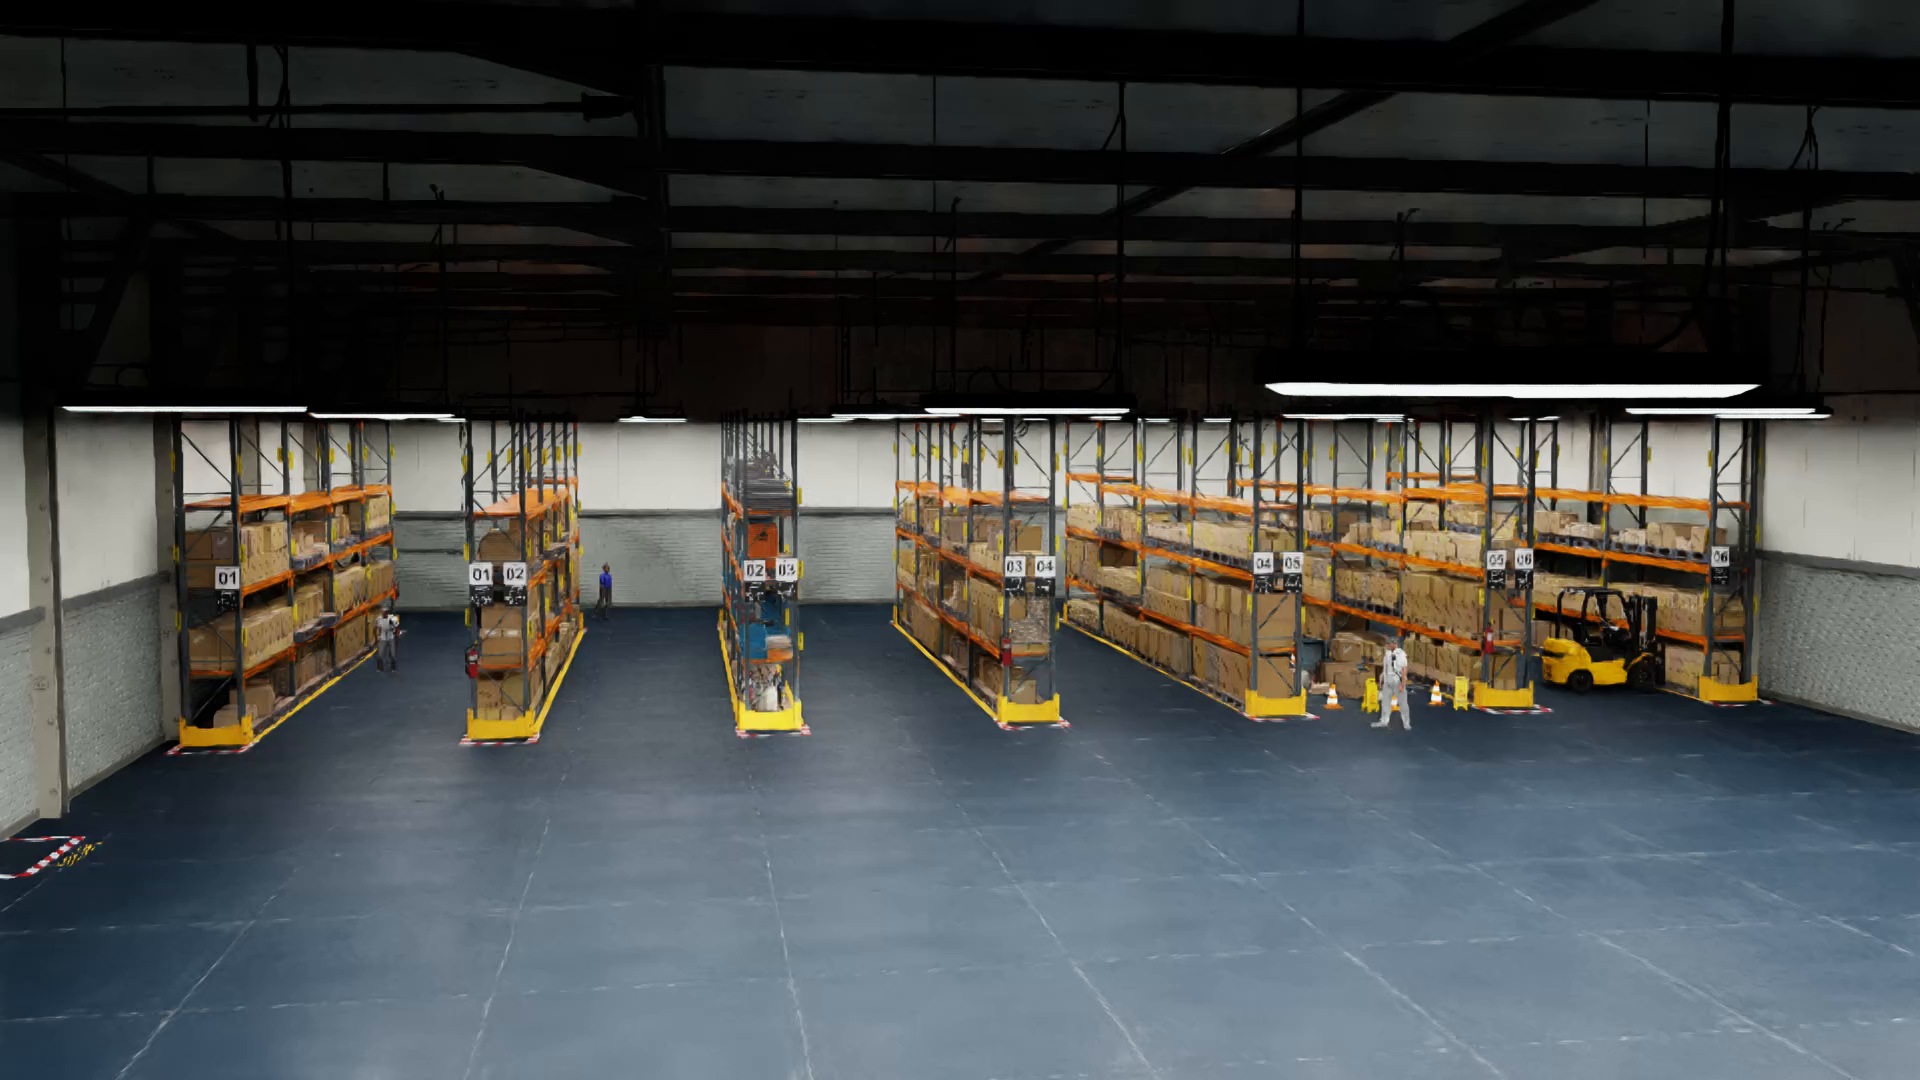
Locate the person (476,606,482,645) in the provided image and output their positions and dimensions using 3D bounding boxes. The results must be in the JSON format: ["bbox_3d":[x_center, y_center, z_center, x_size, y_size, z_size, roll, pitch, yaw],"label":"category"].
[{"bbox_3d":[-12.168,1.929,42.457,0.543,1.648,1.115,-1,4,-7],"label":"person"}]

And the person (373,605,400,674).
[{"bbox_3d":[-13.112,2.264,38.044,0.592,1.629,0.532,-1,4,-12],"label":"person"}]

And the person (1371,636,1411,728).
[{"bbox_3d":[8.137,2.665,31.289,0.635,1.742,0.675,-2,5,-30],"label":"person"}]

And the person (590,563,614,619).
[{"bbox_3d":[-10.496,1.513,48.666,0.472,1.653,0.645,3,5,34],"label":"person"}]

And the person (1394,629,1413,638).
[{"bbox_3d":[11.833,1.809,44.190,0.563,1.639,0.597,1,4,17],"label":"person"}]
